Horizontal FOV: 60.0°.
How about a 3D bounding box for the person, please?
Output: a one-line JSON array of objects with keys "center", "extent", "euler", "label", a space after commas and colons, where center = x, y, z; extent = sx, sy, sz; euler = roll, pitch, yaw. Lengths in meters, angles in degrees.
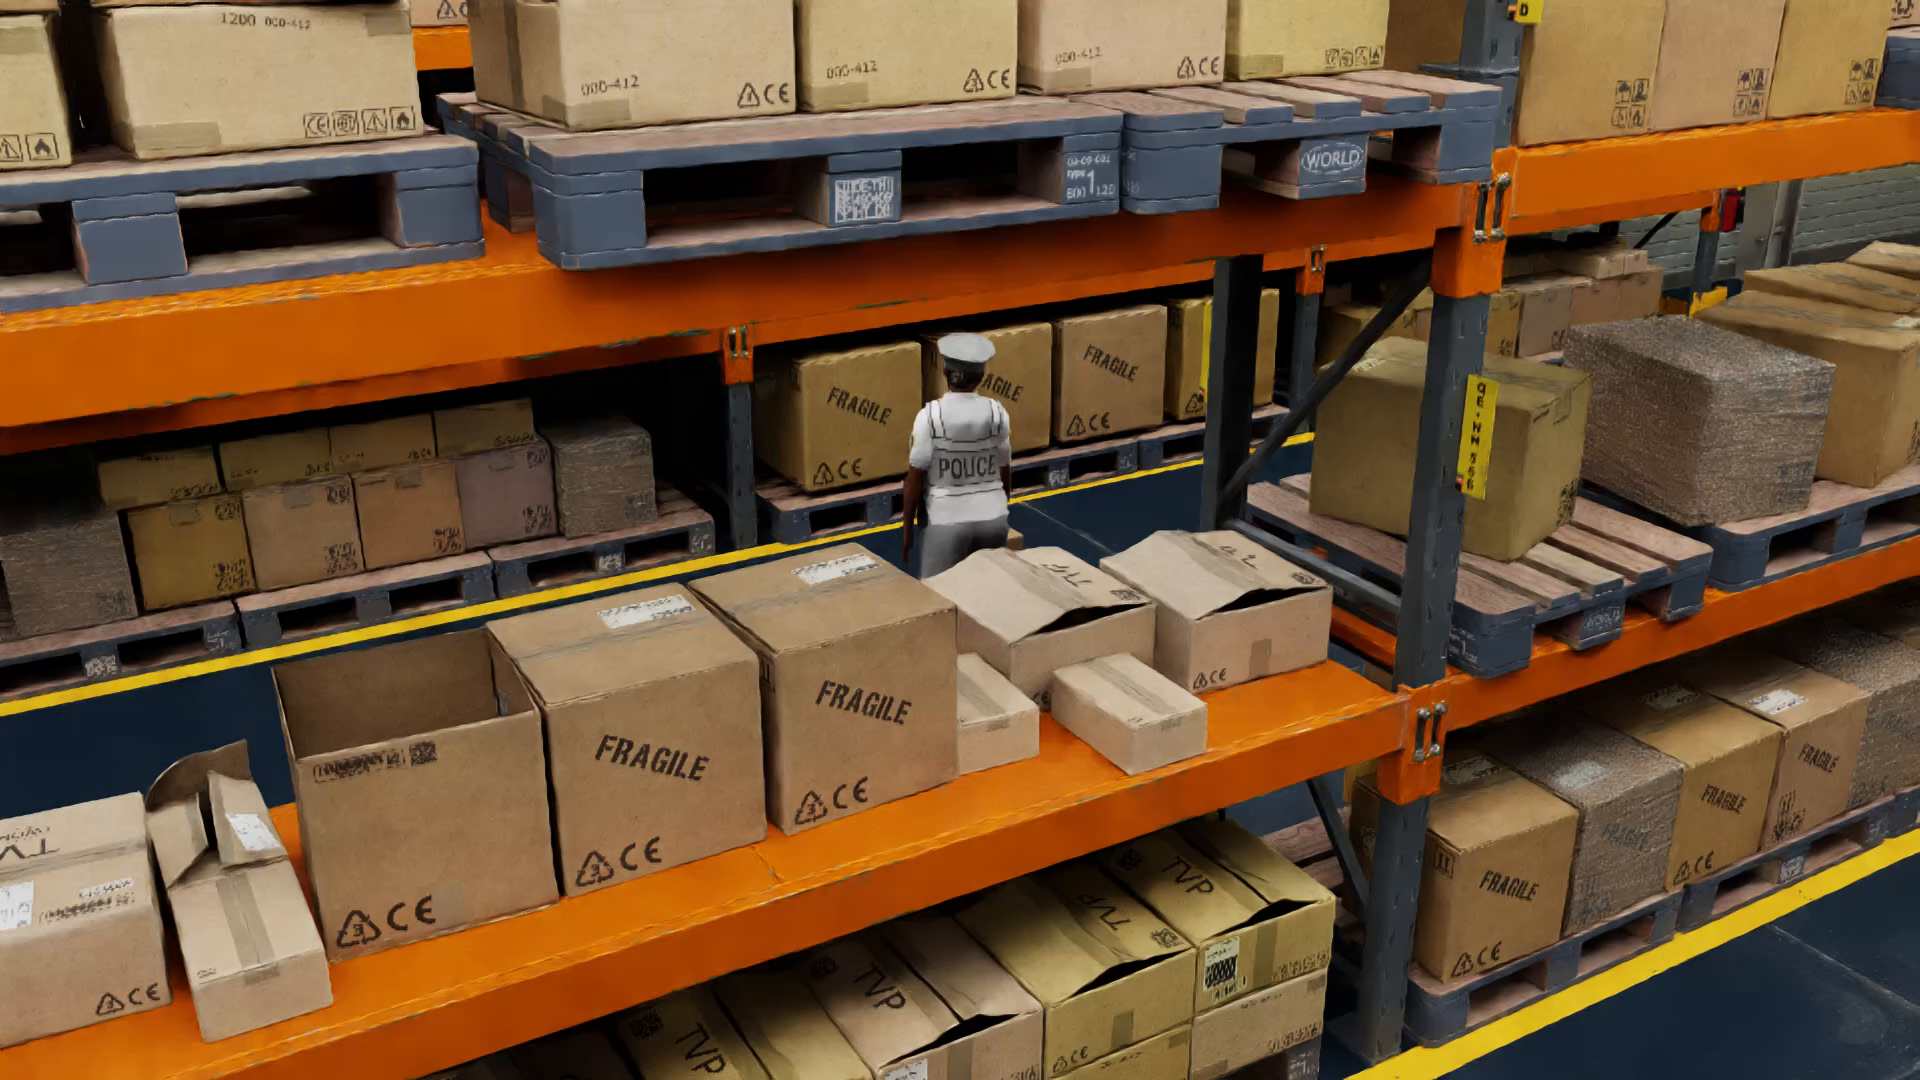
[{"center": [-0.020, -0.045, 7.229], "extent": [0.572, 1.657, 0.569], "euler": [-8, 23, -18], "label": "person"}]
